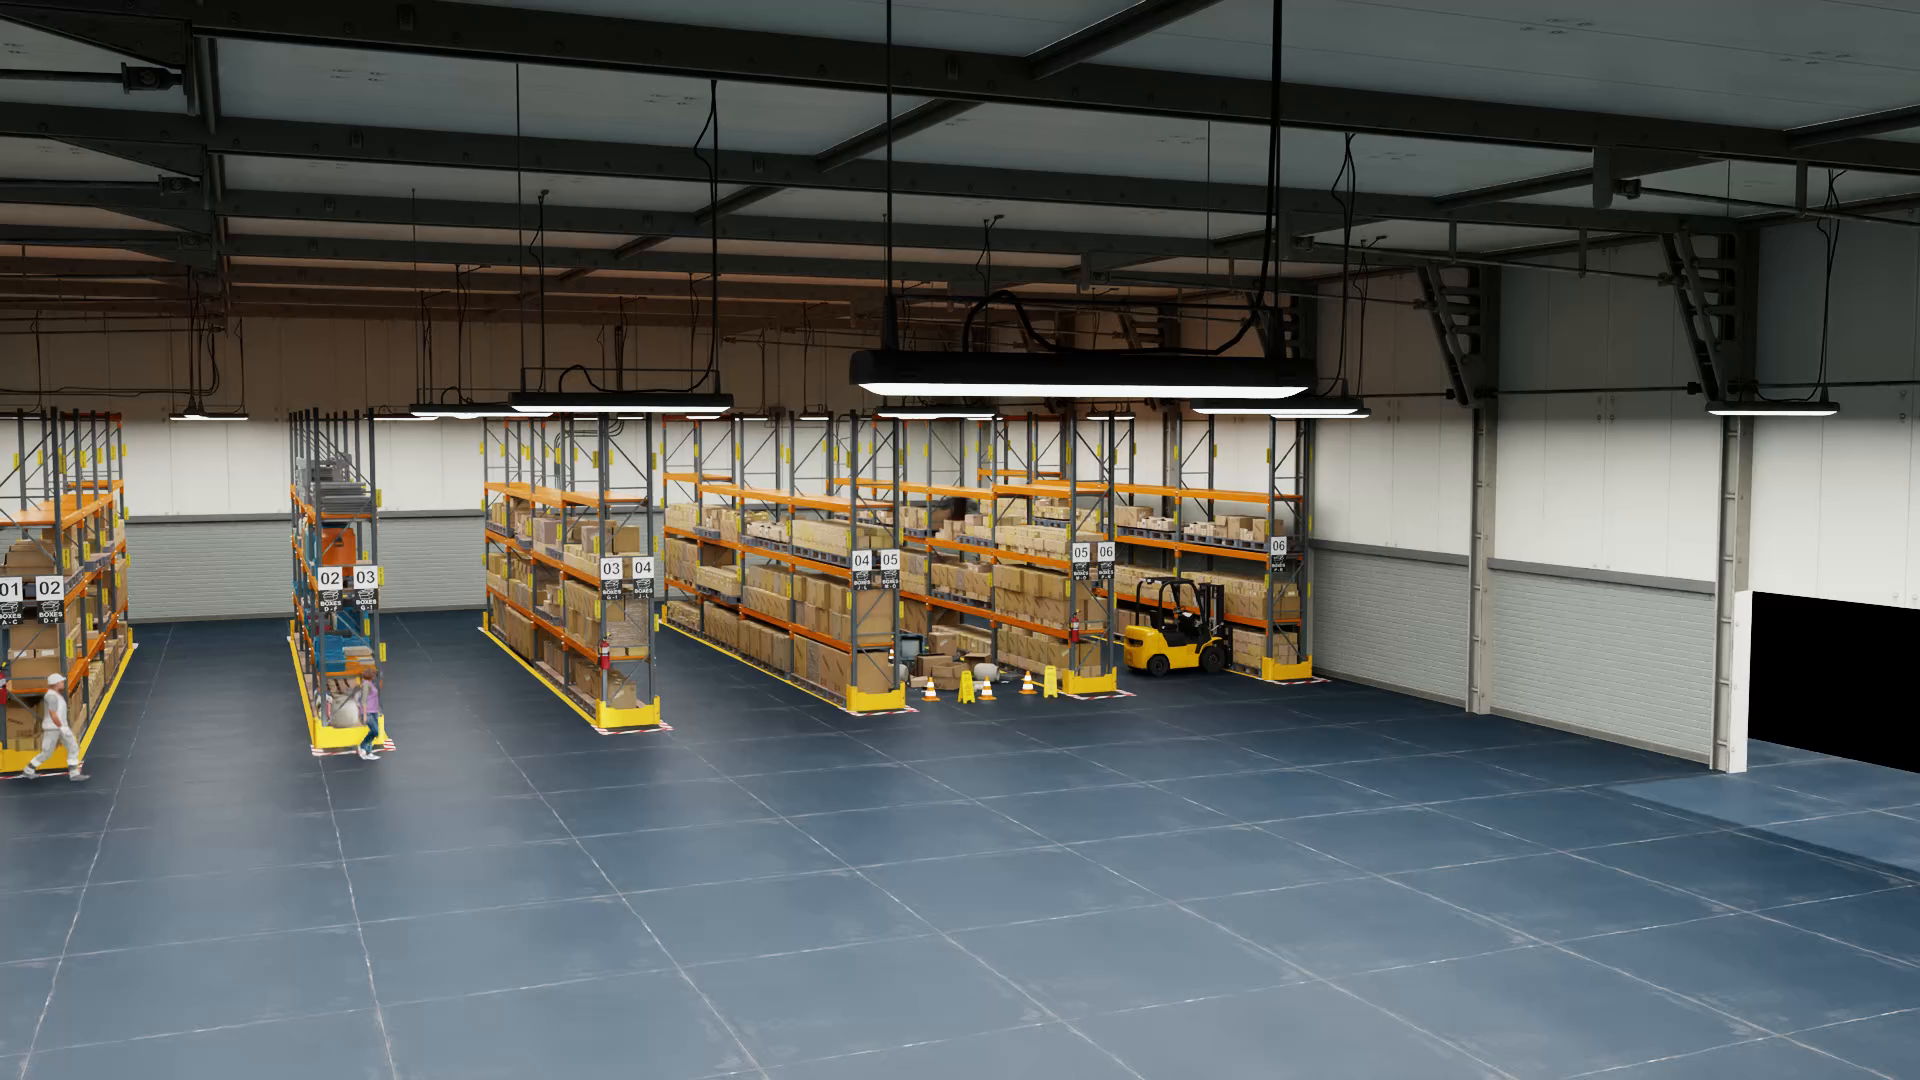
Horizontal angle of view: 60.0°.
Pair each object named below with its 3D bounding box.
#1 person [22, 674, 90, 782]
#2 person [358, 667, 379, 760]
[{"bbox_3d":[-14.435,3.000,26.478,0.989,1.746,0.489,0,4,1],"label":"person"},{"bbox_3d":[-9.995,2.944,28.189,0.421,1.591,0.487,1,4,11],"label":"person"}]
